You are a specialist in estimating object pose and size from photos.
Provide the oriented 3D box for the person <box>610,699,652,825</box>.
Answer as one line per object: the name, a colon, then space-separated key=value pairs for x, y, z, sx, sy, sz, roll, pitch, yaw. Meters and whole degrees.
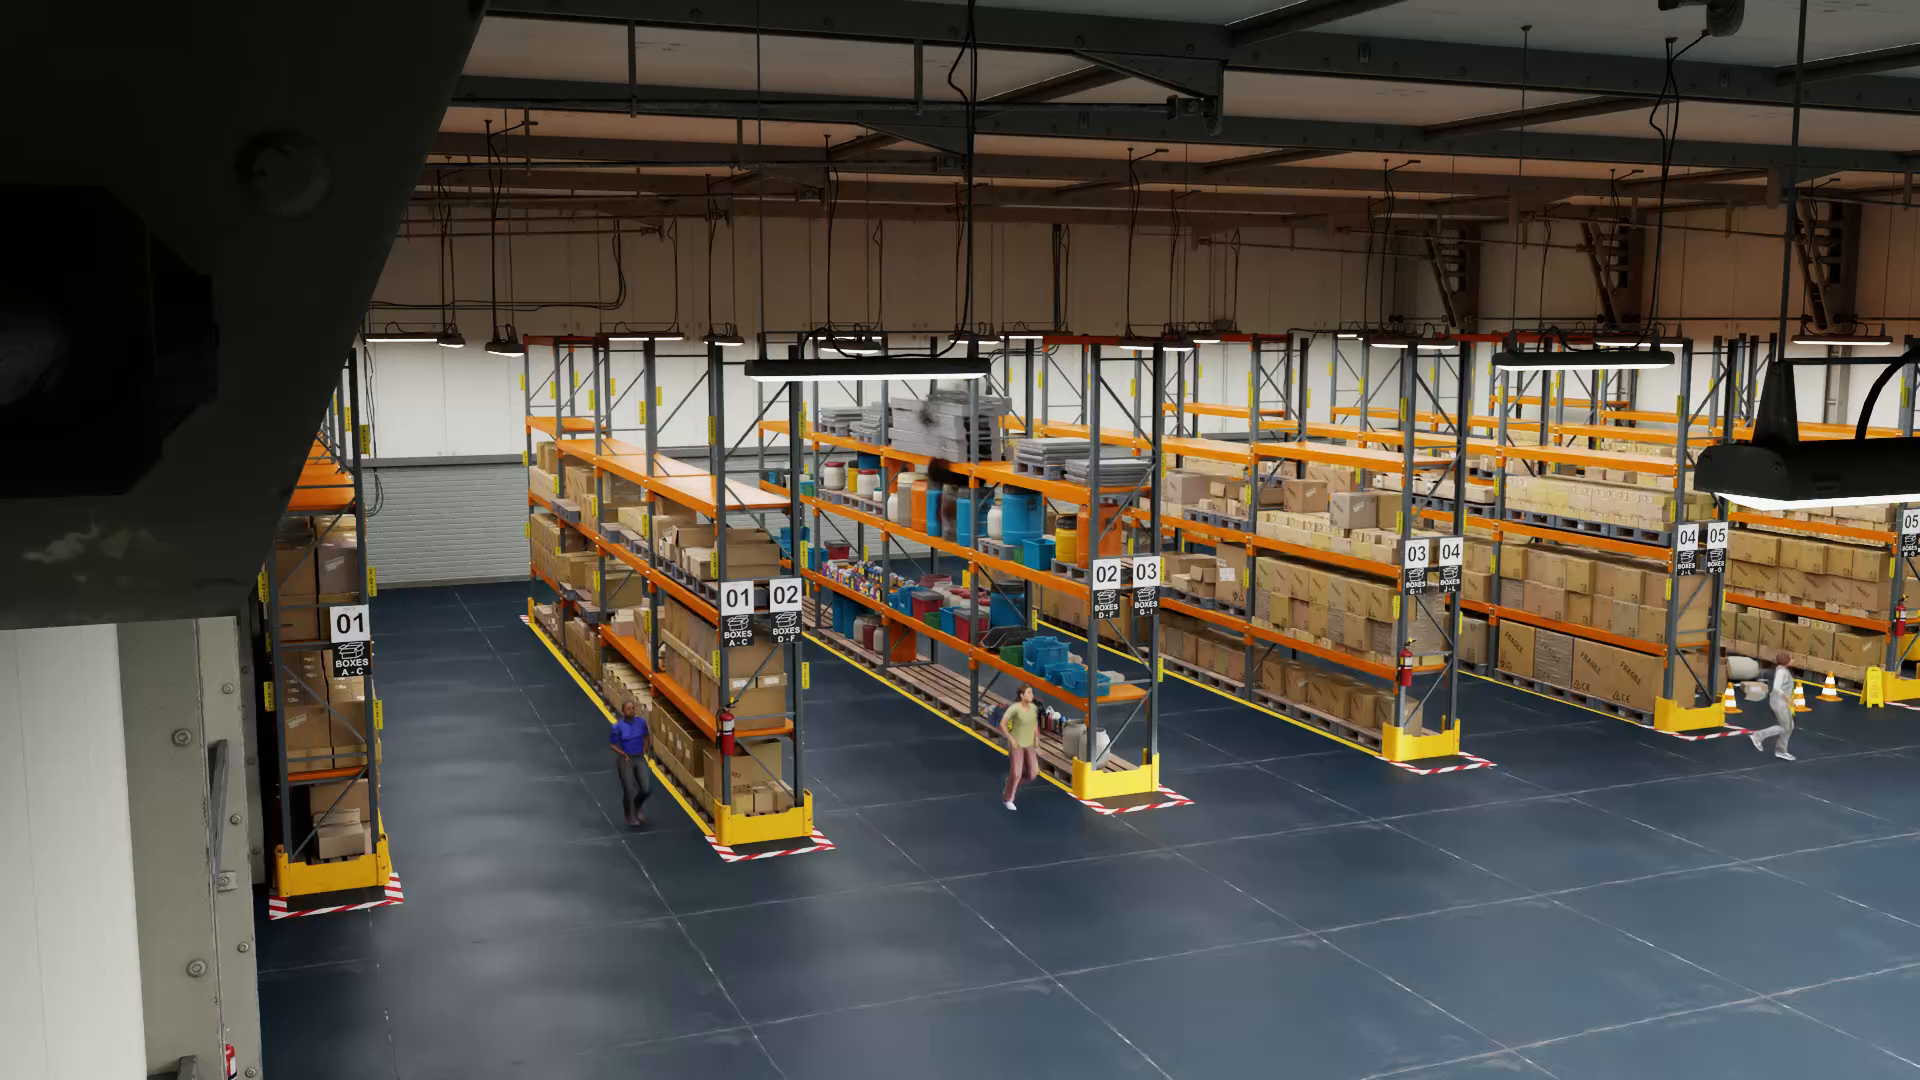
person: x=-4.062 y=2.782 z=20.692 sx=0.548 sy=1.612 sz=0.563 roll=-4 pitch=9 yaw=-27

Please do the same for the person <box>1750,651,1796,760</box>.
person: x=11.798 y=2.377 z=24.039 sx=0.610 sy=1.584 sz=0.564 roll=4 pitch=9 yaw=28

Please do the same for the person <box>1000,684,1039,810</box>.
person: x=0.820 y=2.676 z=21.647 sx=0.632 sy=1.625 sz=0.533 roll=-5 pitch=9 yaw=-32
